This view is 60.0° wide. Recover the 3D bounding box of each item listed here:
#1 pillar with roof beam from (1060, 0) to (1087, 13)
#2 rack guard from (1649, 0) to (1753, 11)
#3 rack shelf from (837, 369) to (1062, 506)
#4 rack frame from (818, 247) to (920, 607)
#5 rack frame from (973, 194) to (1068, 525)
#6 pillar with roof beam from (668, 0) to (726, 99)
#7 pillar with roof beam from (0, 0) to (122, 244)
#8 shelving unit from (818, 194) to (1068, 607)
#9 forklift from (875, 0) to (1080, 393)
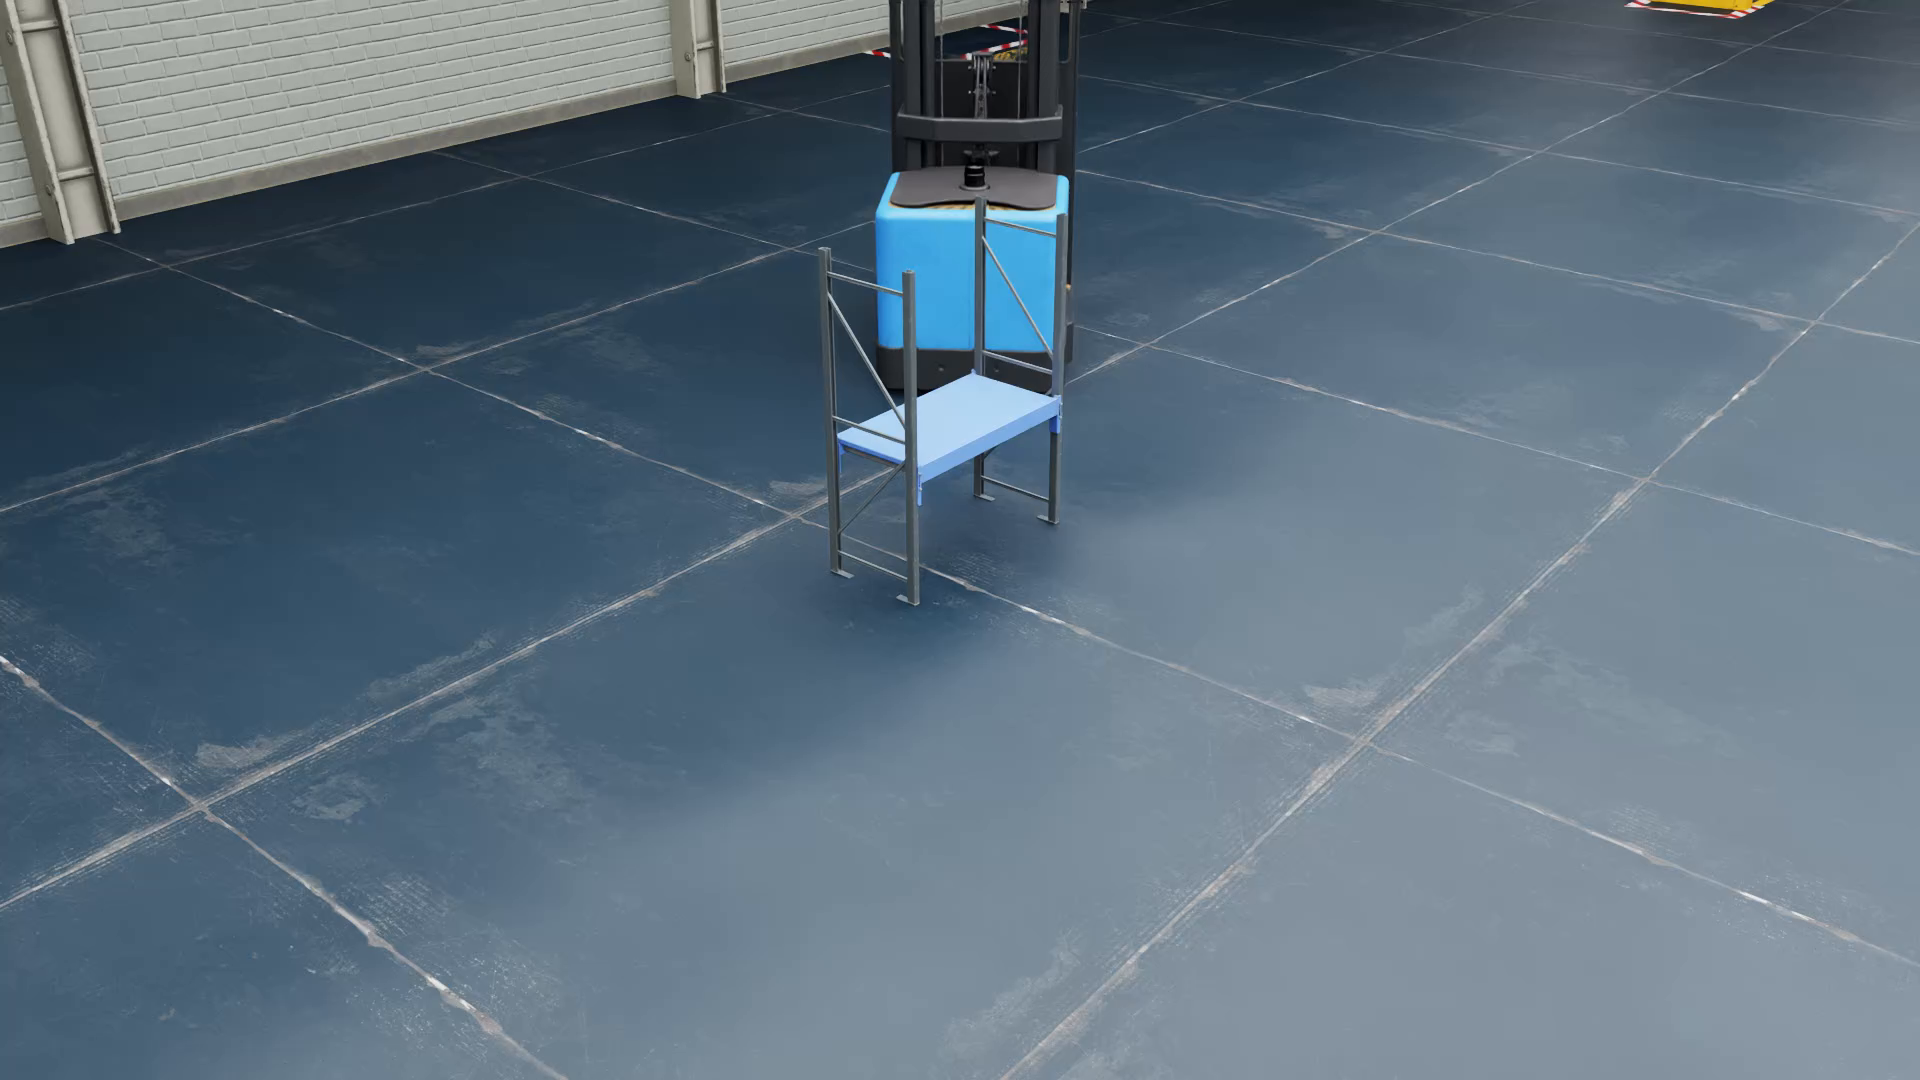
[{"bbox_3d":[4.623,-9.206,15.751,9.100,9.000,0.400,21,34,34],"label":"pillar with roof beam"},{"bbox_3d":[9.150,-6.860,20.467,1.175,0.500,0.348,21,34,34],"label":"rack guard"},{"bbox_3d":[-0.054,-0.476,7.430,0.538,0.185,1.000,21,34,34],"label":"rack shelf"},{"bbox_3d":[-0.378,-0.456,6.999,0.500,1.500,0.032,21,34,34],"label":"rack frame"},{"bbox_3d":[0.269,-0.816,7.695,0.500,1.500,0.032,21,34,34],"label":"rack frame"},{"bbox_3d":[0.807,-7.078,11.639,9.100,9.000,0.400,21,34,34],"label":"pillar with roof beam"},{"bbox_3d":[-3.009,-4.951,7.527,9.100,9.000,0.400,21,34,34],"label":"pillar with roof beam"},{"bbox_3d":[-0.054,-0.636,7.347,0.538,1.500,1.048,21,34,34],"label":"shelving unit"},{"bbox_3d":[0.159,-2.754,9.883,1.130,2.935,3.031,2,27,4],"label":"forklift"}]
